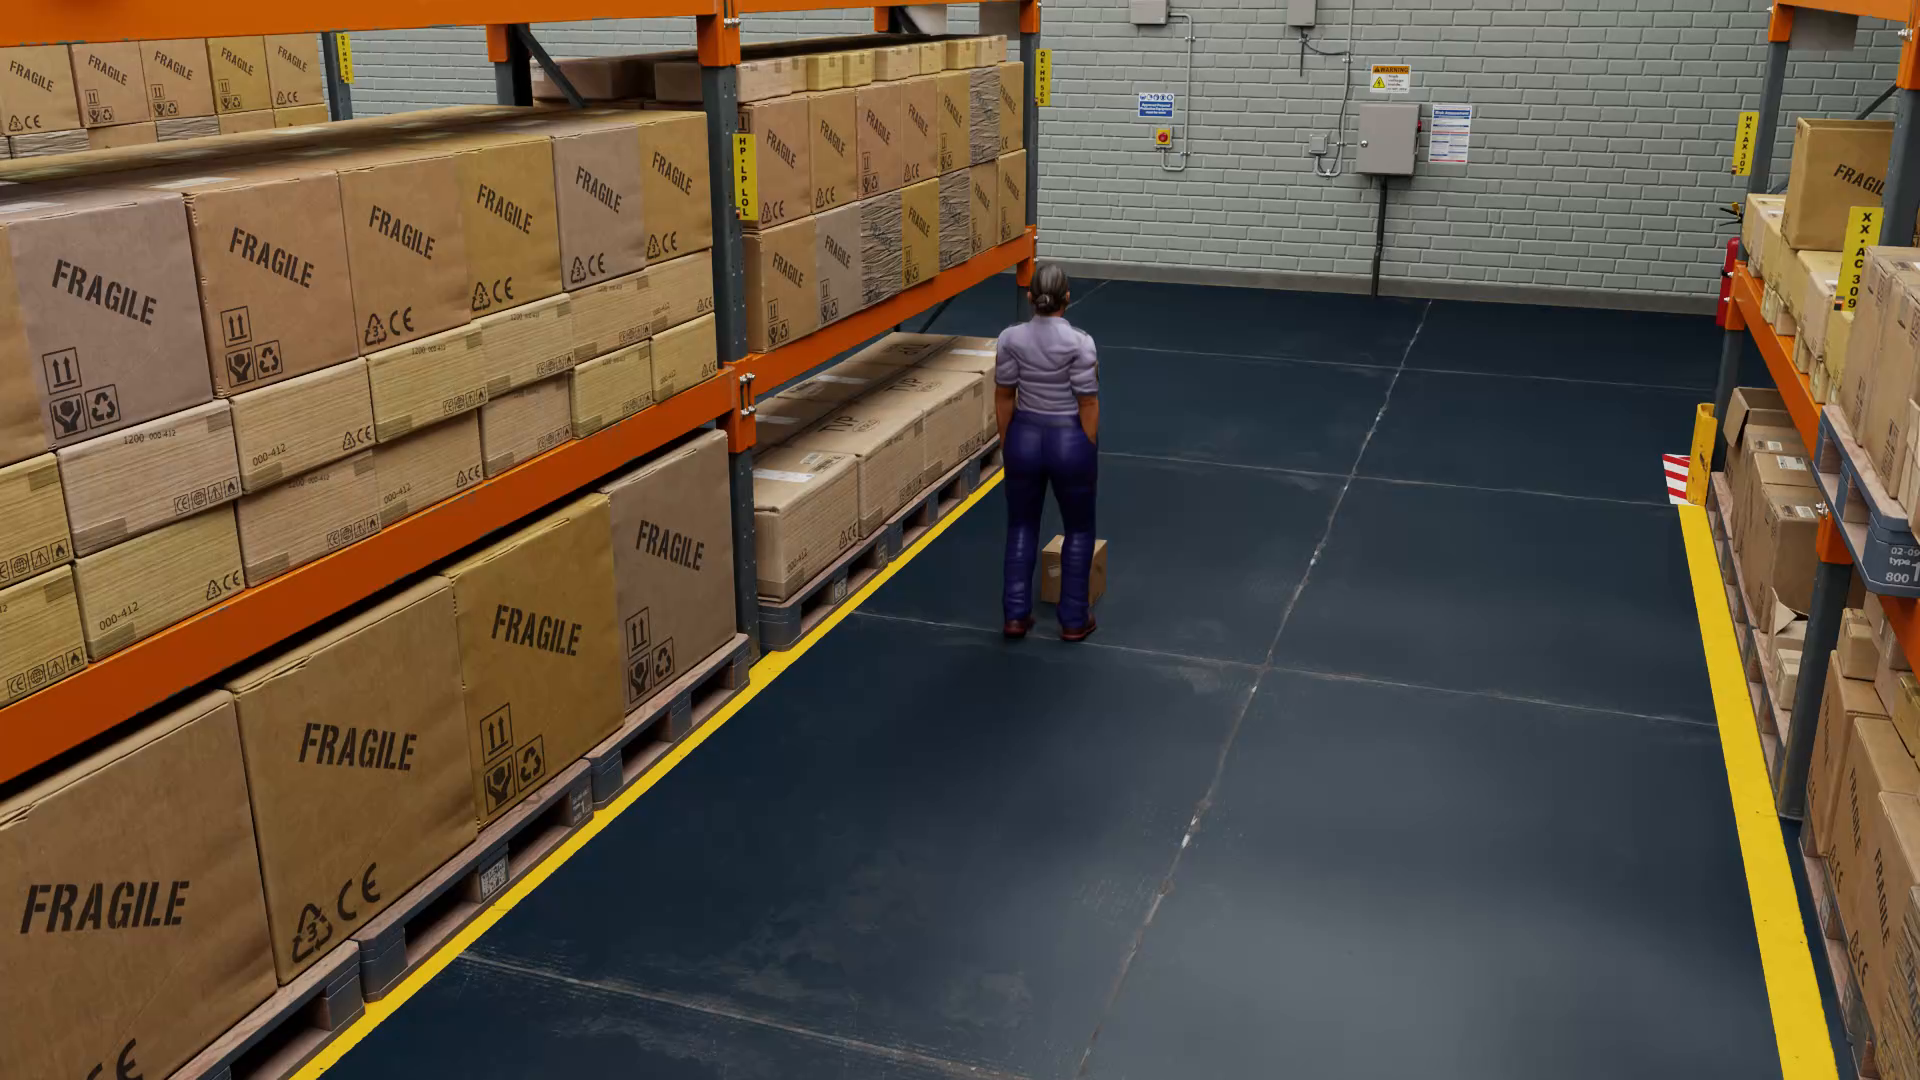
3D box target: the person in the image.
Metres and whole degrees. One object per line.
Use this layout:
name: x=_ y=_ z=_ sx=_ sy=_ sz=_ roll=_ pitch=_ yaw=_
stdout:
person: x=0.380 y=-0.367 z=7.212 sx=0.469 sy=1.663 sz=0.342 roll=7 pitch=20 yaw=19
